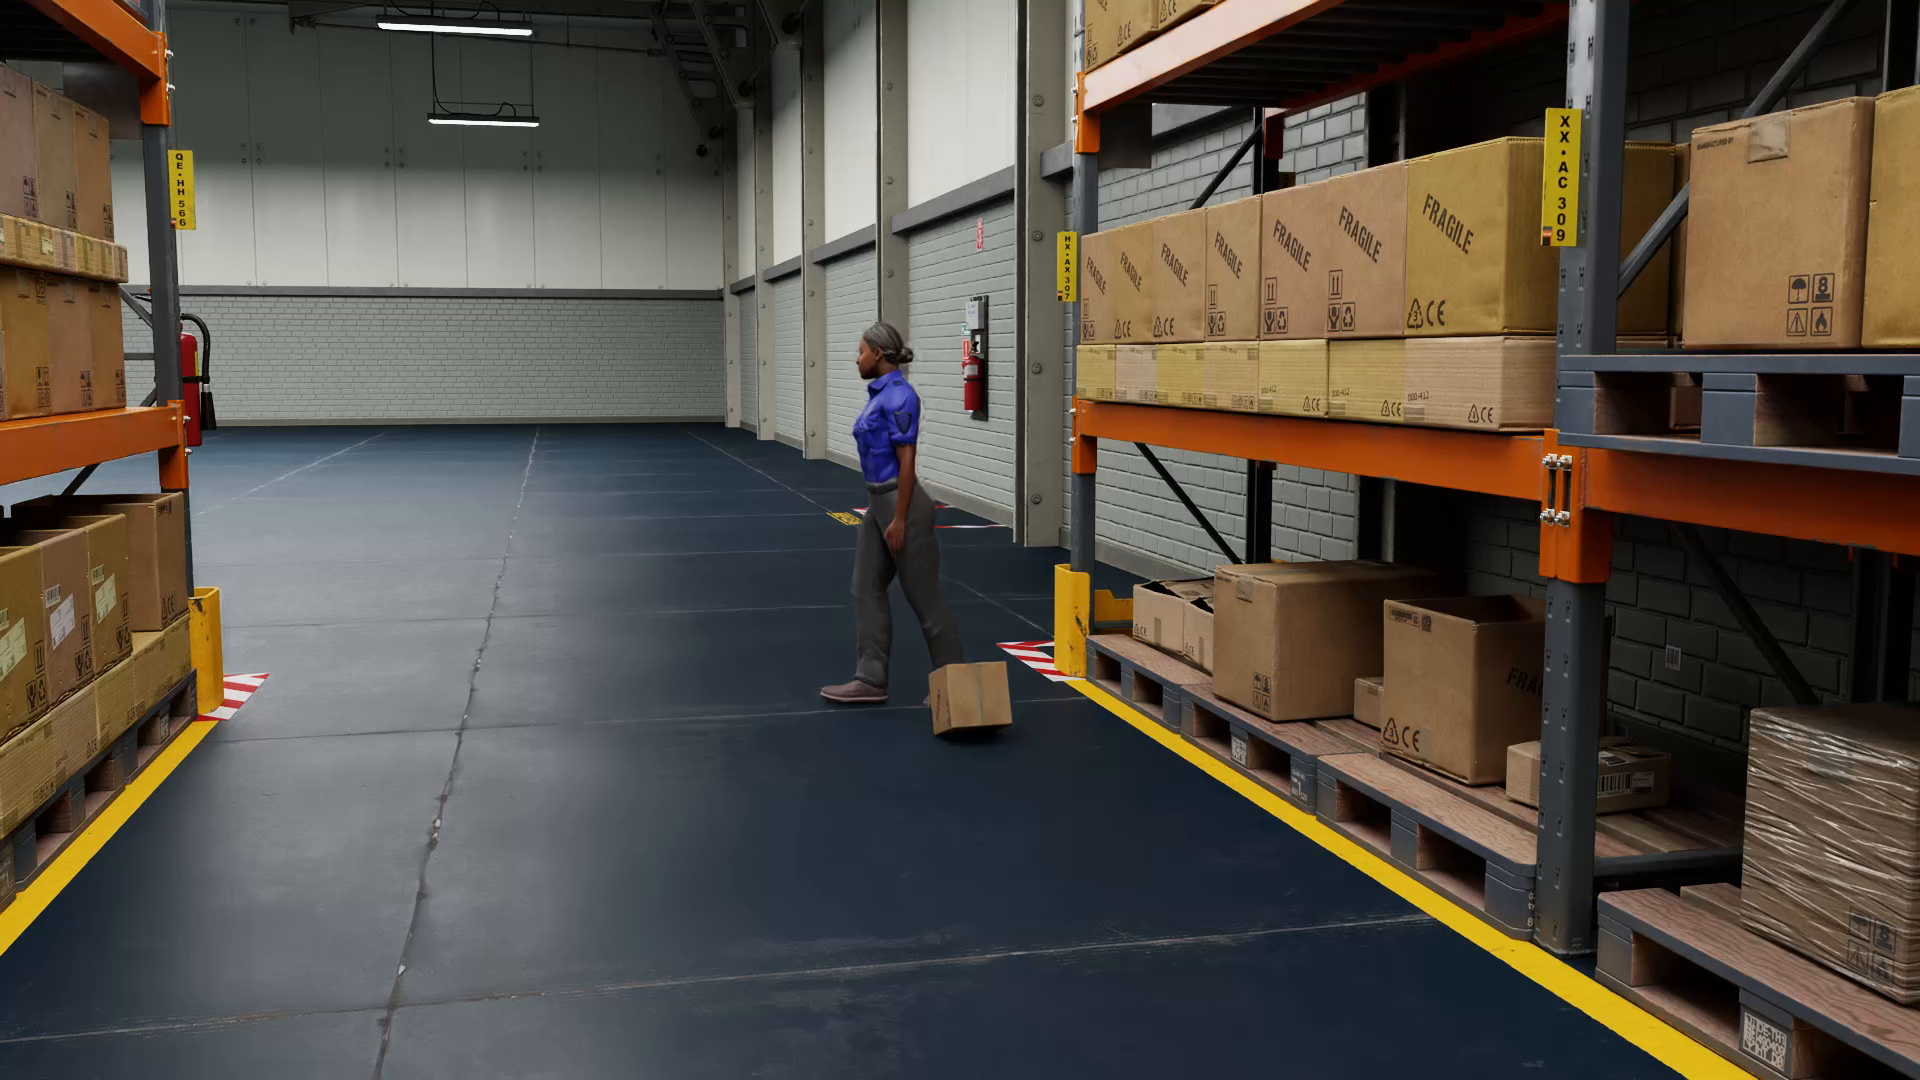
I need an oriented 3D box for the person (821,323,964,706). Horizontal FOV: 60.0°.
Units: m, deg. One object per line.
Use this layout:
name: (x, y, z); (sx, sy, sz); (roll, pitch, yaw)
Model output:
person: (-0.280, -0.096, 7.152); (0.600, 1.623, 0.522); (-2, 7, -17)
